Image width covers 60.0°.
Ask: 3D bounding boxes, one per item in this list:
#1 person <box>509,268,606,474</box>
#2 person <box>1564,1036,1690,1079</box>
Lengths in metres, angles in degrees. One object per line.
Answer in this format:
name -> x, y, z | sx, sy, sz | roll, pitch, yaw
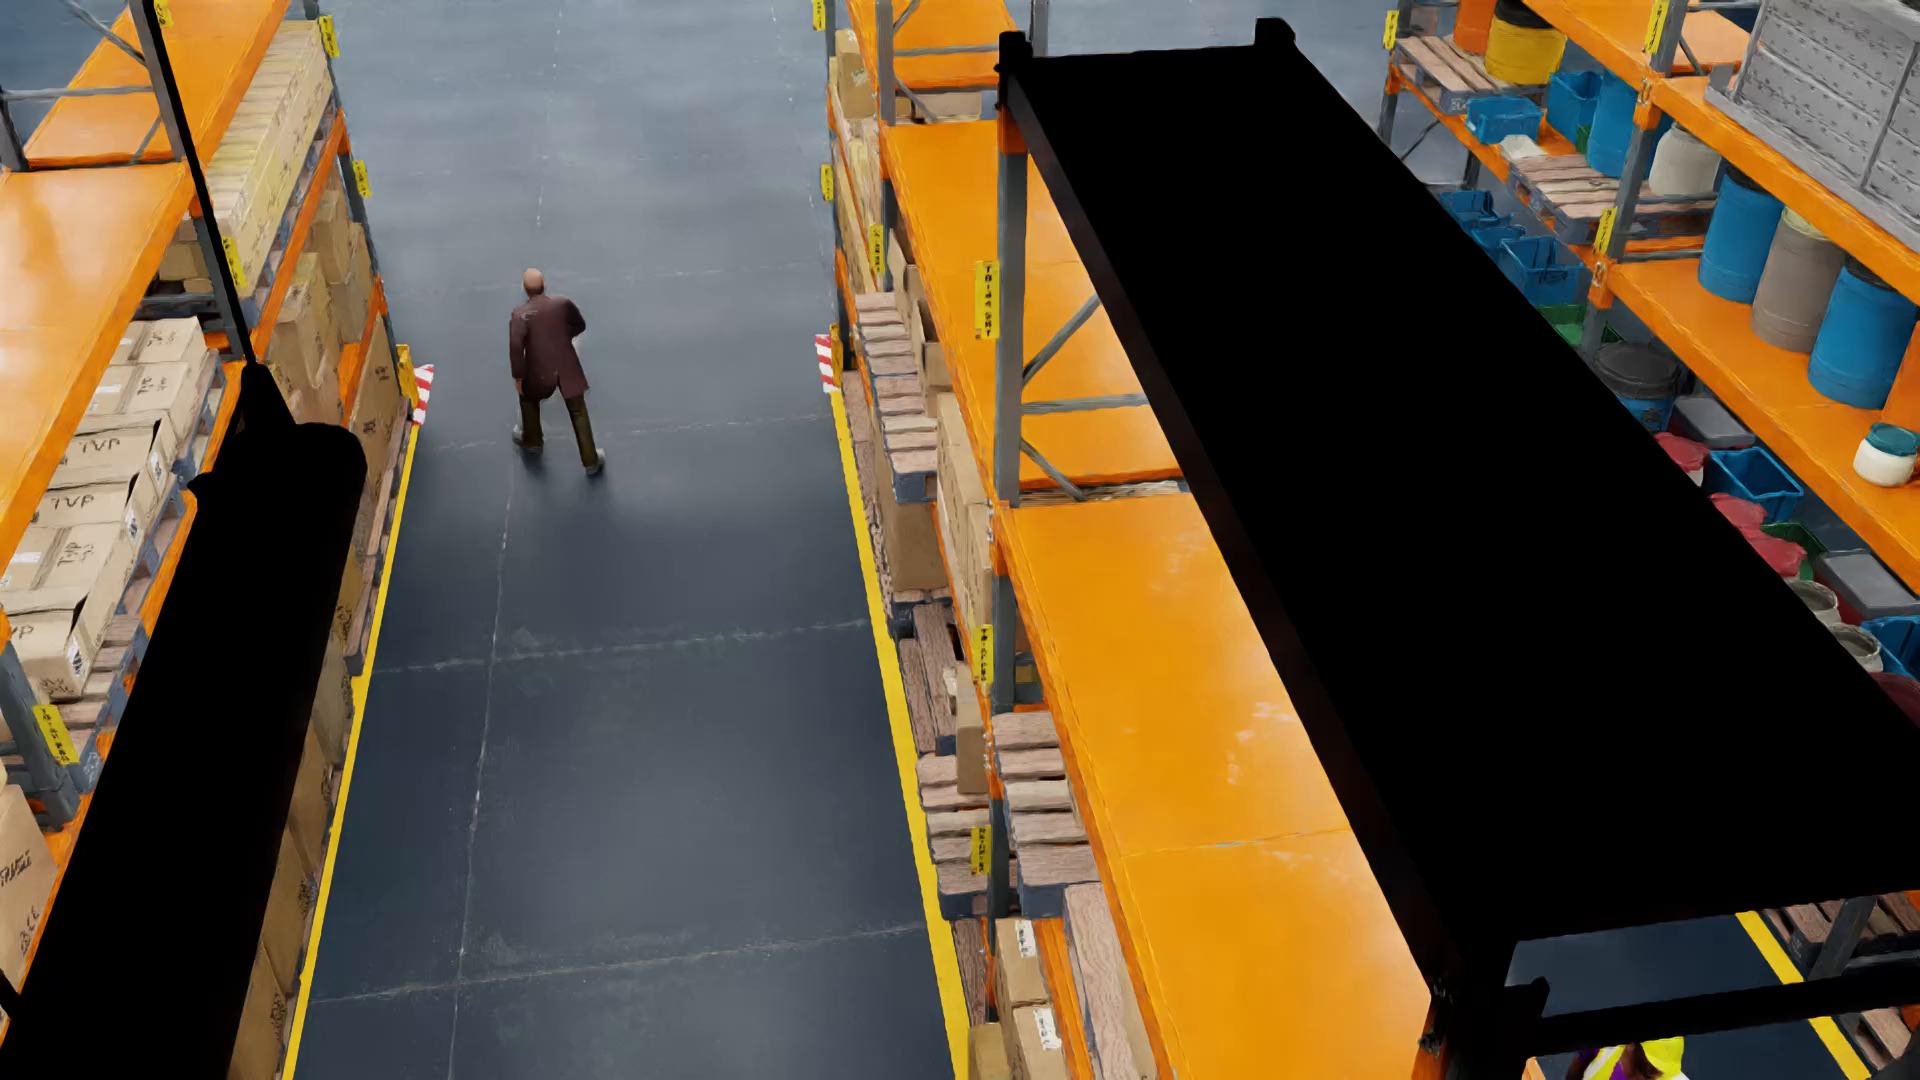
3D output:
person -> -3.432, -1.431, 13.940 | 0.735, 1.715, 0.895 | -15, 39, -20
person -> 3.144, 2.867, 8.060 | 0.456, 1.762, 0.607 | -24, 43, -29
